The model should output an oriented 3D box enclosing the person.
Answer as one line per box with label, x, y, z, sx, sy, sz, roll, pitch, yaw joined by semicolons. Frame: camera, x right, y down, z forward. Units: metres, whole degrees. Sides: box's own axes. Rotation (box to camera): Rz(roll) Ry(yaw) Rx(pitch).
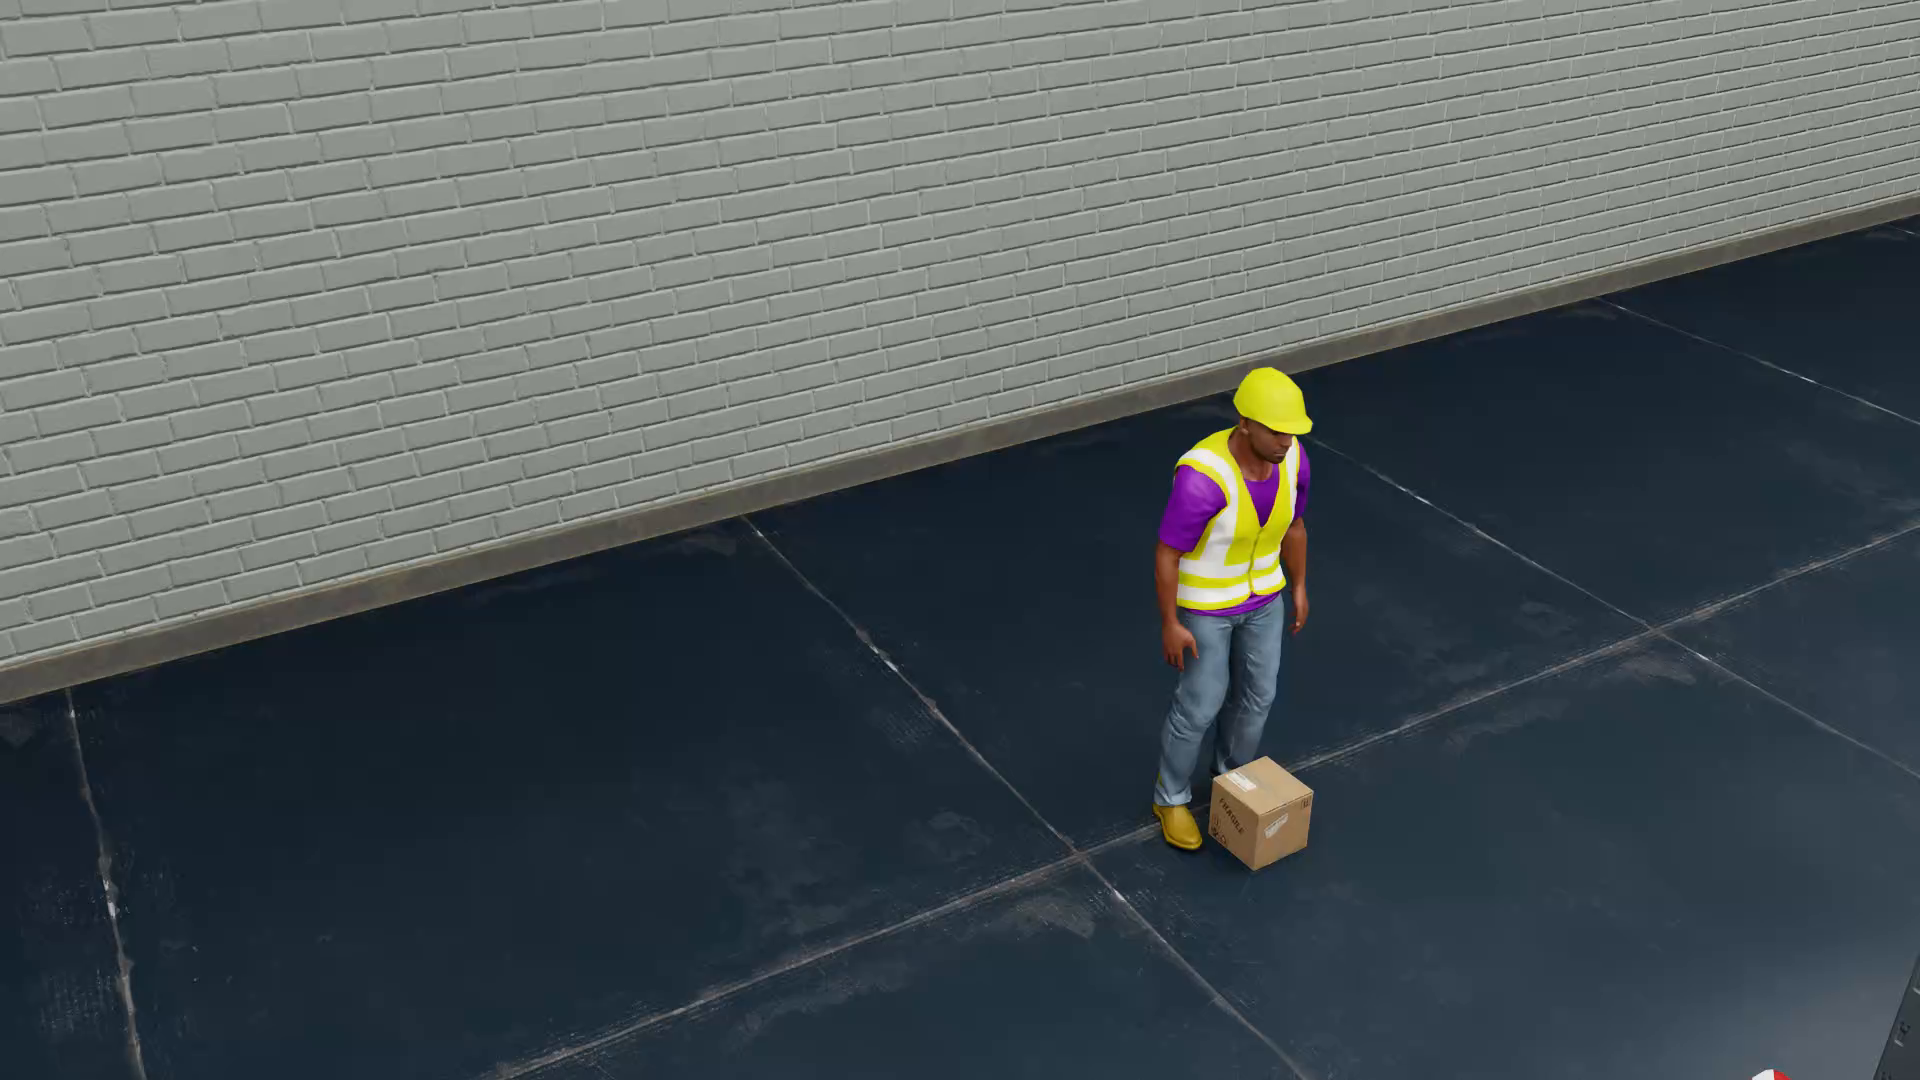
person;0.940;0.218;5.709;0.626;1.761;0.457;-16;32;-26
